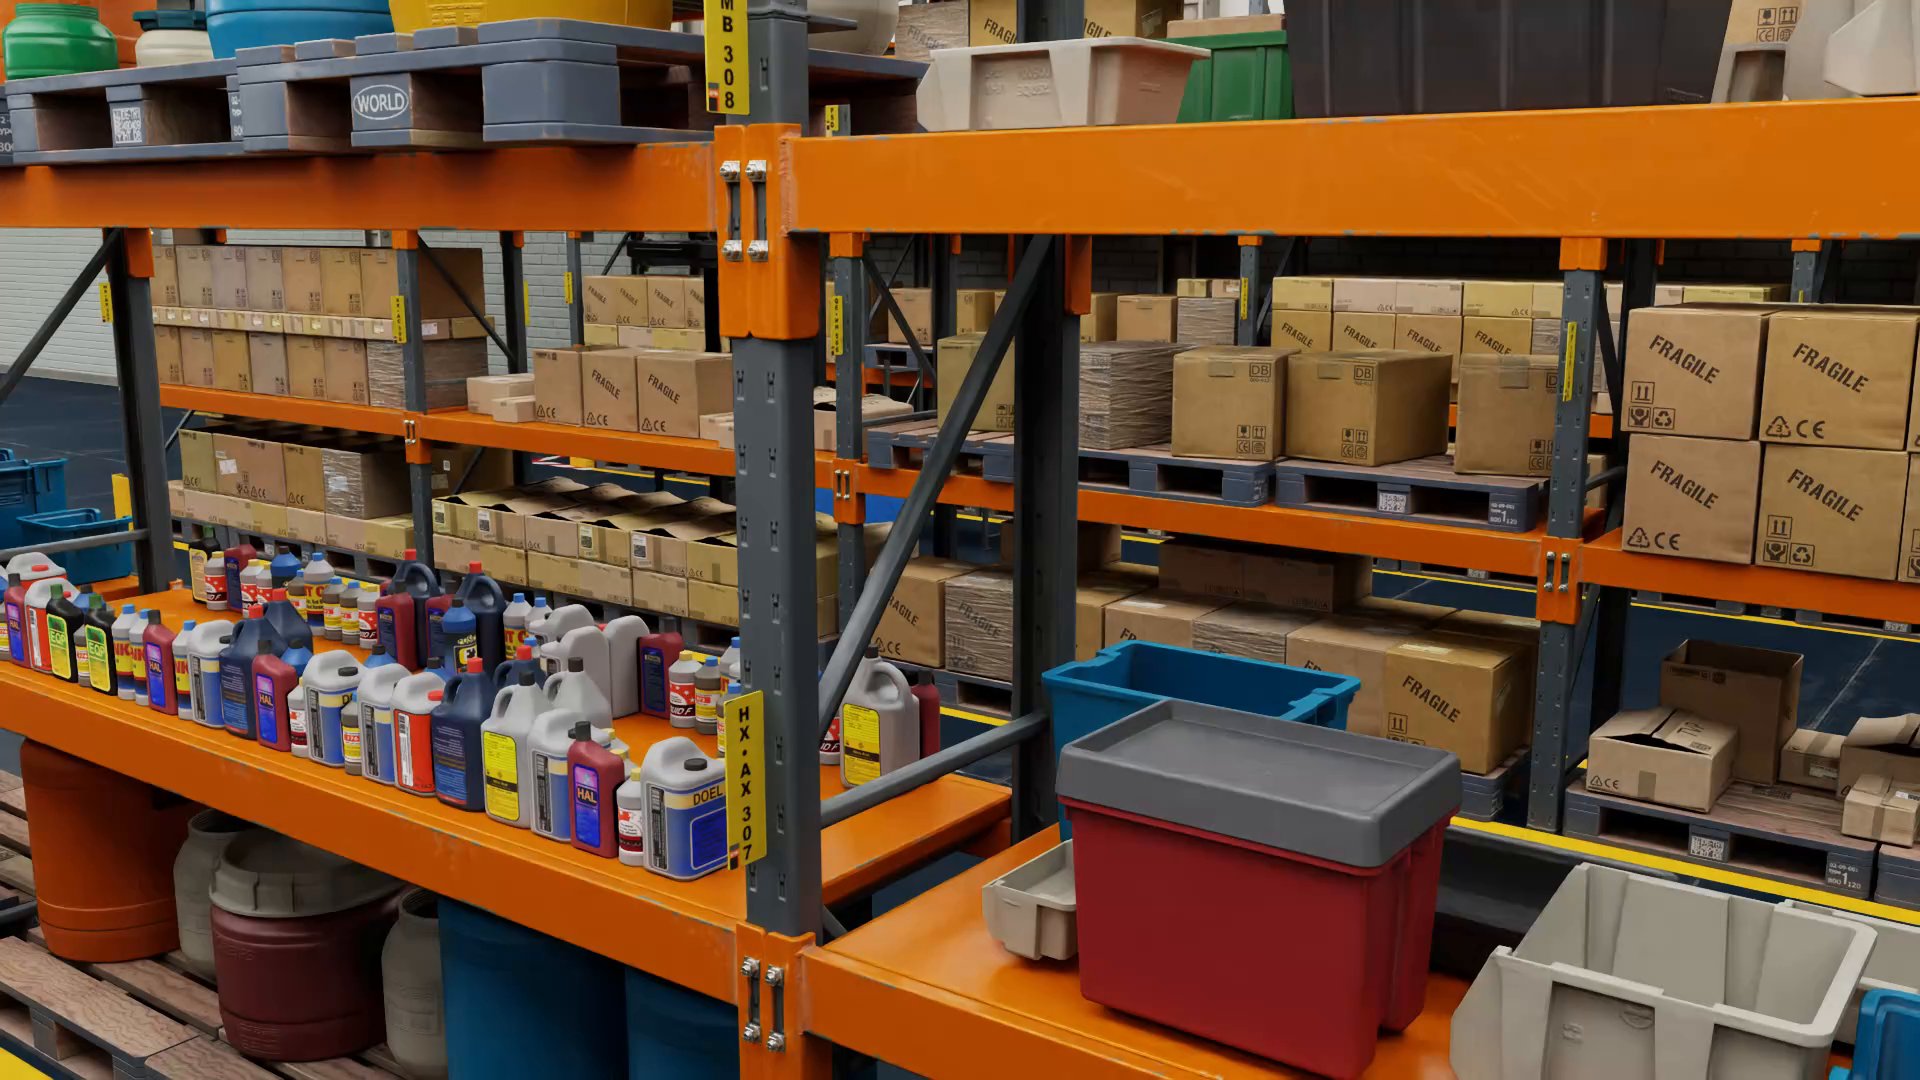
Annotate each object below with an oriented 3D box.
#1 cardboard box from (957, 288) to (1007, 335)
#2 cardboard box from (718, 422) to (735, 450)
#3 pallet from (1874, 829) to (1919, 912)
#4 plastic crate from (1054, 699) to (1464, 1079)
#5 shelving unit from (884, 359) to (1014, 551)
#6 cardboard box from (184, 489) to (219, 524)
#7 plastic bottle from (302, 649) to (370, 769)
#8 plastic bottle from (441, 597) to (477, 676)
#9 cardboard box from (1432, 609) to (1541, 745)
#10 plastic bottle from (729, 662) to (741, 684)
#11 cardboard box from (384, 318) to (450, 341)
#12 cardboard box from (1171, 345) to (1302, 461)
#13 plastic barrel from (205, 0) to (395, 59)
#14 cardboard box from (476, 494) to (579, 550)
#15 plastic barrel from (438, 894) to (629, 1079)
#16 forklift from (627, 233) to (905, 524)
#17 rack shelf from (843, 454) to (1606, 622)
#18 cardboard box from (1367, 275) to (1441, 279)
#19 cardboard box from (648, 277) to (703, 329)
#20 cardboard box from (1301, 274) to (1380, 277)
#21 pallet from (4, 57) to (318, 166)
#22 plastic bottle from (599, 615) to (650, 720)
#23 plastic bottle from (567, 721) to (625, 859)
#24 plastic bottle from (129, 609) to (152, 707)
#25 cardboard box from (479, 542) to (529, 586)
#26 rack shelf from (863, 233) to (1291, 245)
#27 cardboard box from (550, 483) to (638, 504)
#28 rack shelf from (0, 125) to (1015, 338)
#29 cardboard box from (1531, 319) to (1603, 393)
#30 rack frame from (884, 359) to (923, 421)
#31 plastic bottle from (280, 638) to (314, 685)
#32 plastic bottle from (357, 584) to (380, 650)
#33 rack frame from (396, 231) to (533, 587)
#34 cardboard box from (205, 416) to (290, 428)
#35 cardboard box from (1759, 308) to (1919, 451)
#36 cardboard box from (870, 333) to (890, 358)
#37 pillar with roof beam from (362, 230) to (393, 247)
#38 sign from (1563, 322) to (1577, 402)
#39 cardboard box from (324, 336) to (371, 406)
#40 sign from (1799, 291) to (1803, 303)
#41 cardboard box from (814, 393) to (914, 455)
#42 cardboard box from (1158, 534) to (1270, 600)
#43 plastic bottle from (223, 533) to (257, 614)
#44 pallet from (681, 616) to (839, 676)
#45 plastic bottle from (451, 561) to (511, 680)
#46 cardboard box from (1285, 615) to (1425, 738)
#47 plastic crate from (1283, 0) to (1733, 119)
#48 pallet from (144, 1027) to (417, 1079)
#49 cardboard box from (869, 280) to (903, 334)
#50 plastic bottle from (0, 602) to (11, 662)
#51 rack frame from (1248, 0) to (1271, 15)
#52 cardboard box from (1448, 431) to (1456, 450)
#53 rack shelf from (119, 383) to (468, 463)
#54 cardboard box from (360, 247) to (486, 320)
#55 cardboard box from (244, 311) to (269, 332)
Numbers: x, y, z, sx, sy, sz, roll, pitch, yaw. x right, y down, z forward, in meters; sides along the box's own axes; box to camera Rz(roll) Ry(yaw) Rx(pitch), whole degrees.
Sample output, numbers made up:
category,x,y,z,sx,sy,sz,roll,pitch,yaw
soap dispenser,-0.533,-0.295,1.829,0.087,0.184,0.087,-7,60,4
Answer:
category,x,y,z,sx,sy,sz,roll,pitch,yaw
cardboard box,0.181,-2.056,15.336,0.500,0.500,0.700,10,15,41
cardboard box,-1.249,-0.644,10.122,0.250,0.149,0.380,8,13,36
pallet,4.404,1.325,6.626,1.213,0.211,1.003,8,13,36
plastic crate,0.500,0.577,2.823,0.583,0.464,0.402,8,13,36
shelving unit,-0.069,-0.746,13.937,1.048,1.500,0.538,8,13,36
cardboard box,-6.103,-0.314,13.889,0.500,0.250,0.500,8,13,36
plastic bottle,-1.577,0.426,4.256,0.135,0.276,0.152,8,13,36
plastic bottle,-1.472,0.305,4.896,0.097,0.271,0.097,0,11,0
cardboard box,2.618,0.661,8.139,0.500,0.500,0.500,7,13,33
plastic bottle,-0.514,0.409,4.347,0.135,0.276,0.152,8,13,36
cardboard box,-3.931,-1.523,12.036,0.250,0.149,0.380,8,13,35
cardboard box,1.403,-0.703,8.398,0.500,0.500,0.700,4,12,21
plastic barrel,-1.538,-1.594,4.051,0.708,0.901,0.600,8,13,36
cardboard box,-2.999,-0.148,11.554,0.500,0.311,0.500,8,13,35
plastic barrel,-1.071,1.180,4.453,0.708,0.901,0.600,8,13,36
forklift,-1.814,-1.195,12.488,3.031,2.935,1.130,-8,14,-37
rack shelf,1.251,-0.130,8.700,4.000,0.370,1.077,8,13,36
cardboard box,3.503,-1.970,13.243,0.500,0.250,0.500,7,13,34
cardboard box,-2.867,-2.455,17.191,0.500,0.500,0.500,7,13,34
cardboard box,3.088,-2.029,13.547,0.500,0.250,0.500,8,14,37
pallet,-1.677,-1.081,4.320,1.213,0.211,1.003,8,13,36
plastic bottle,-0.965,0.346,4.672,0.135,0.276,0.152,8,13,36
plastic bottle,-0.794,0.543,3.635,0.133,0.283,0.061,8,13,36
plastic bottle,-2.316,0.332,4.756,0.097,0.271,0.097,0,11,0
cardboard box,-2.995,0.127,11.611,0.500,0.250,0.500,8,14,37
rack shelf,0.957,-2.812,14.662,4.000,0.370,1.077,8,13,36
cardboard box,-2.665,-0.230,11.981,0.500,0.311,0.500,8,14,37
rack shelf,-1.684,-0.845,4.498,4.000,0.370,1.077,8,13,36
cardboard box,4.454,-1.349,12.008,0.500,0.500,0.500,8,14,36
rack frame,-0.478,-0.803,14.232,0.032,1.500,0.500,8,13,36
plastic bottle,-1.758,0.395,4.427,0.097,0.271,0.097,0,11,0
plastic bottle,-1.900,0.245,5.386,0.097,0.201,0.097,0,11,0
rack frame,-3.585,-1.158,12.119,0.127,3.000,1.000,8,13,36
cardboard box,-6.200,-0.817,14.517,0.500,0.500,0.500,8,13,36
cardboard box,3.493,-0.645,6.569,0.500,0.500,0.500,7,13,34
cardboard box,-0.907,-1.939,16.496,0.500,0.250,0.500,8,14,36
pillar with roof beam,-10.187,-5.381,18.154,0.400,9.000,9.100,8,13,36
sign,2.538,-0.742,6.918,0.005,0.325,0.100,8,13,36
cardboard box,-4.375,-1.314,12.664,0.500,0.500,0.700,8,13,35
sign,5.479,-1.463,10.854,0.005,0.325,0.100,8,13,36
cardboard box,-0.628,-0.712,10.049,0.500,0.311,0.500,9,14,39
cardboard box,1.407,0.124,8.940,0.500,0.250,0.500,8,13,34
plastic bottle,-2.531,0.113,5.856,0.133,0.283,0.061,8,13,36
pallet,-1.001,0.562,10.568,1.213,0.211,1.003,8,13,36
plastic bottle,-1.436,0.242,5.009,0.185,0.351,0.144,8,13,36
cardboard box,1.903,0.684,8.019,0.500,0.500,0.500,8,14,36
plastic crate,0.767,-0.728,2.341,0.590,0.269,0.497,8,13,36
pallet,-1.656,1.638,5.007,1.213,0.211,1.003,8,13,36
cardboard box,-0.911,-2.306,16.421,0.500,0.500,0.500,8,13,34
plastic bottle,-2.982,0.273,5.243,0.097,0.201,0.097,0,11,0
rack frame,2.569,-4.413,13.147,0.127,3.000,1.000,8,13,36
cardboard box,3.786,-0.416,12.835,0.750,0.750,0.750,8,13,35
rack shelf,-5.197,-1.030,13.349,4.000,0.370,1.077,8,13,36
cardboard box,-3.946,-1.893,12.239,0.500,0.500,0.700,8,14,36
cardboard box,-5.381,-1.725,13.080,0.250,0.149,0.380,8,14,36
